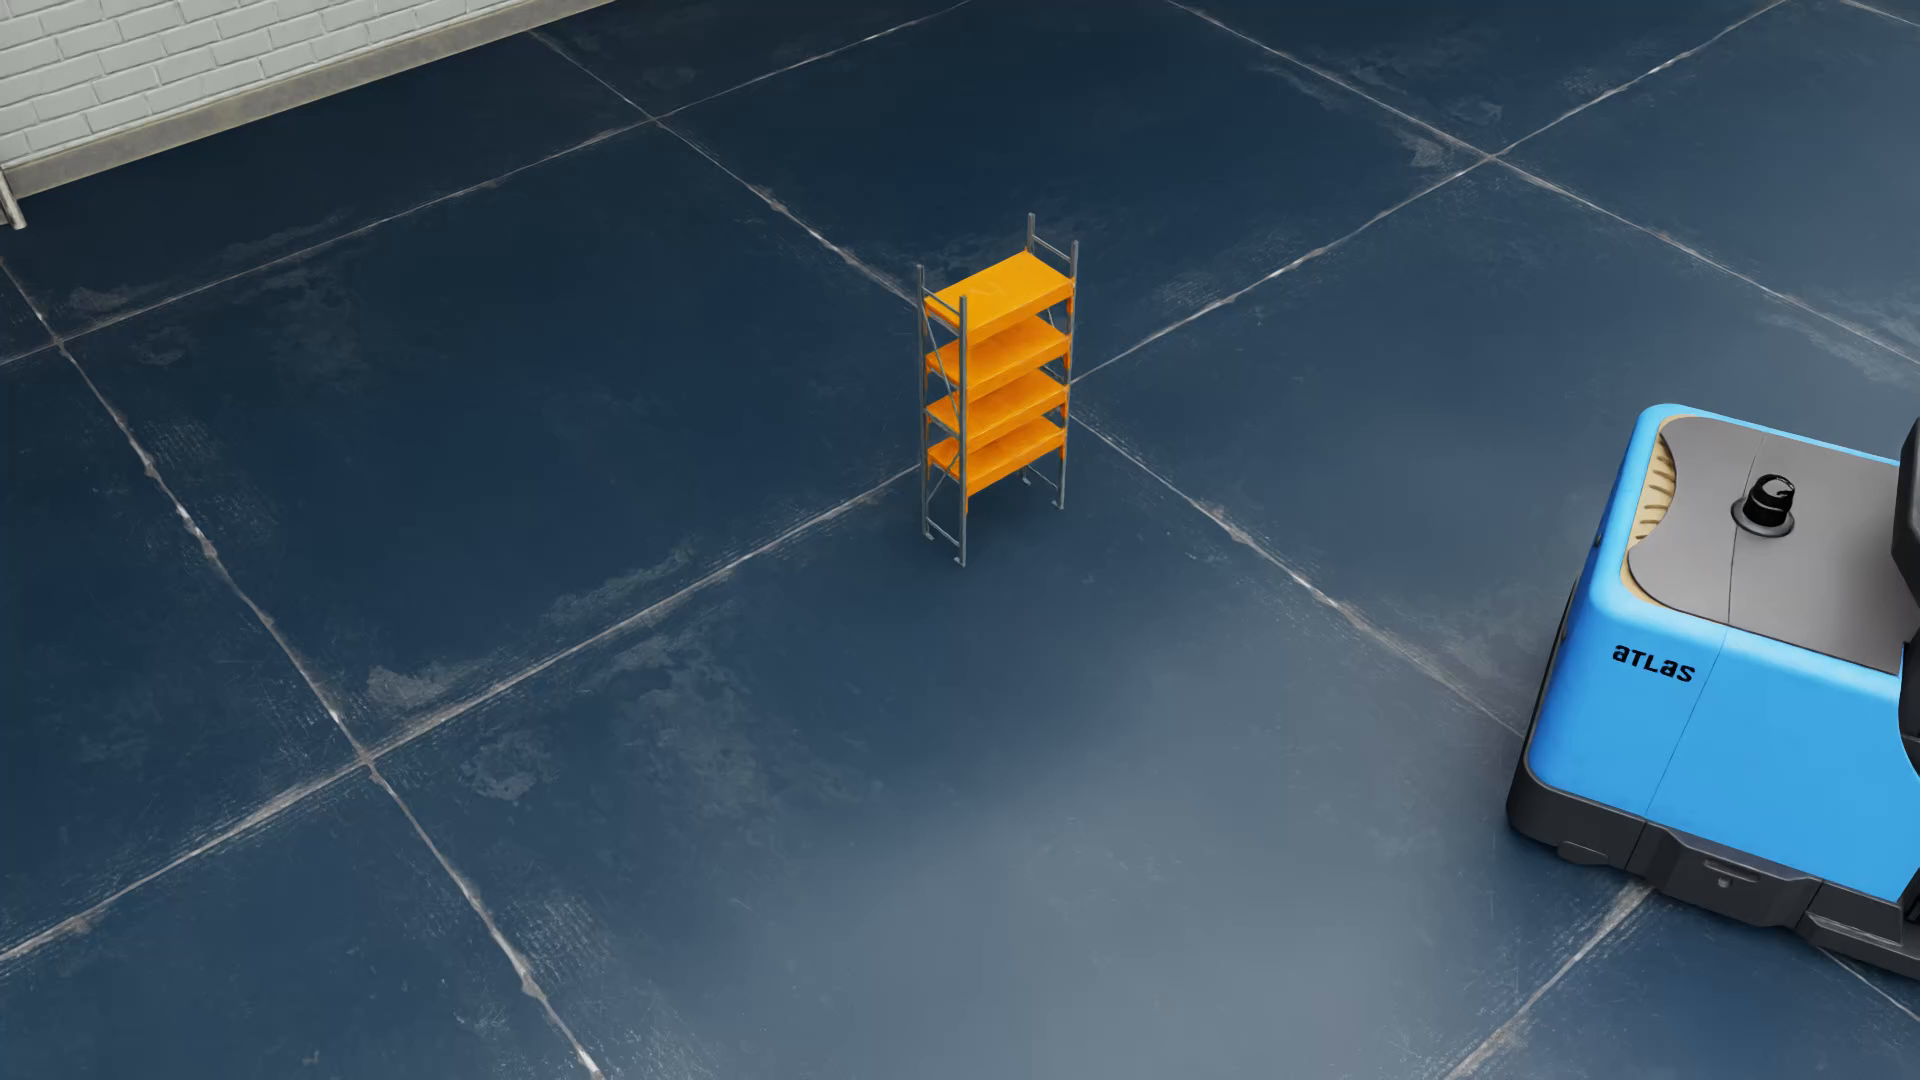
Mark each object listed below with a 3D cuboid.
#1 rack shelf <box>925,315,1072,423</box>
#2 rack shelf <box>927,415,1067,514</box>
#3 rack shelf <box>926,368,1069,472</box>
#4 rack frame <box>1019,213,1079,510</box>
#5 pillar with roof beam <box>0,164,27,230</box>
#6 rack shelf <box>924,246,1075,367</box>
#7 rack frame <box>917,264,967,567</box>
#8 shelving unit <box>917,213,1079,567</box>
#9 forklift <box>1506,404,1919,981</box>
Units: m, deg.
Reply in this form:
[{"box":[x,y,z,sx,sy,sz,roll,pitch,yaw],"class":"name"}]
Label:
[{"box":[0.127,-0.624,5.810,0.480,0.148,0.258,-30,51,-28],"class":"rack shelf"},{"box":[0.127,-0.316,6.099,0.480,0.148,0.258,-30,51,-28],"class":"rack shelf"},{"box":[0.127,-0.461,5.963,0.480,0.148,0.258,-30,51,-28],"class":"rack shelf"},{"box":[0.314,-0.617,6.031,0.015,1.200,0.240,-30,51,-28],"class":"rack frame"},{"box":[-1.874,-2.490,2.328,0.400,9.000,9.100,-30,51,-28],"class":"pillar with roof beam"},{"box":[0.127,-0.796,5.648,0.480,0.148,0.258,-30,51,-28],"class":"rack shelf"},{"box":[-0.060,-0.403,5.803,0.015,1.200,0.240,-30,51,-28],"class":"rack frame"},{"box":[0.127,-0.510,5.917,0.503,1.200,0.258,-30,51,-28],"class":"shelving unit"},{"box":[3.276,0.003,4.106,3.031,2.935,1.130,18,46,18],"class":"forklift"}]
